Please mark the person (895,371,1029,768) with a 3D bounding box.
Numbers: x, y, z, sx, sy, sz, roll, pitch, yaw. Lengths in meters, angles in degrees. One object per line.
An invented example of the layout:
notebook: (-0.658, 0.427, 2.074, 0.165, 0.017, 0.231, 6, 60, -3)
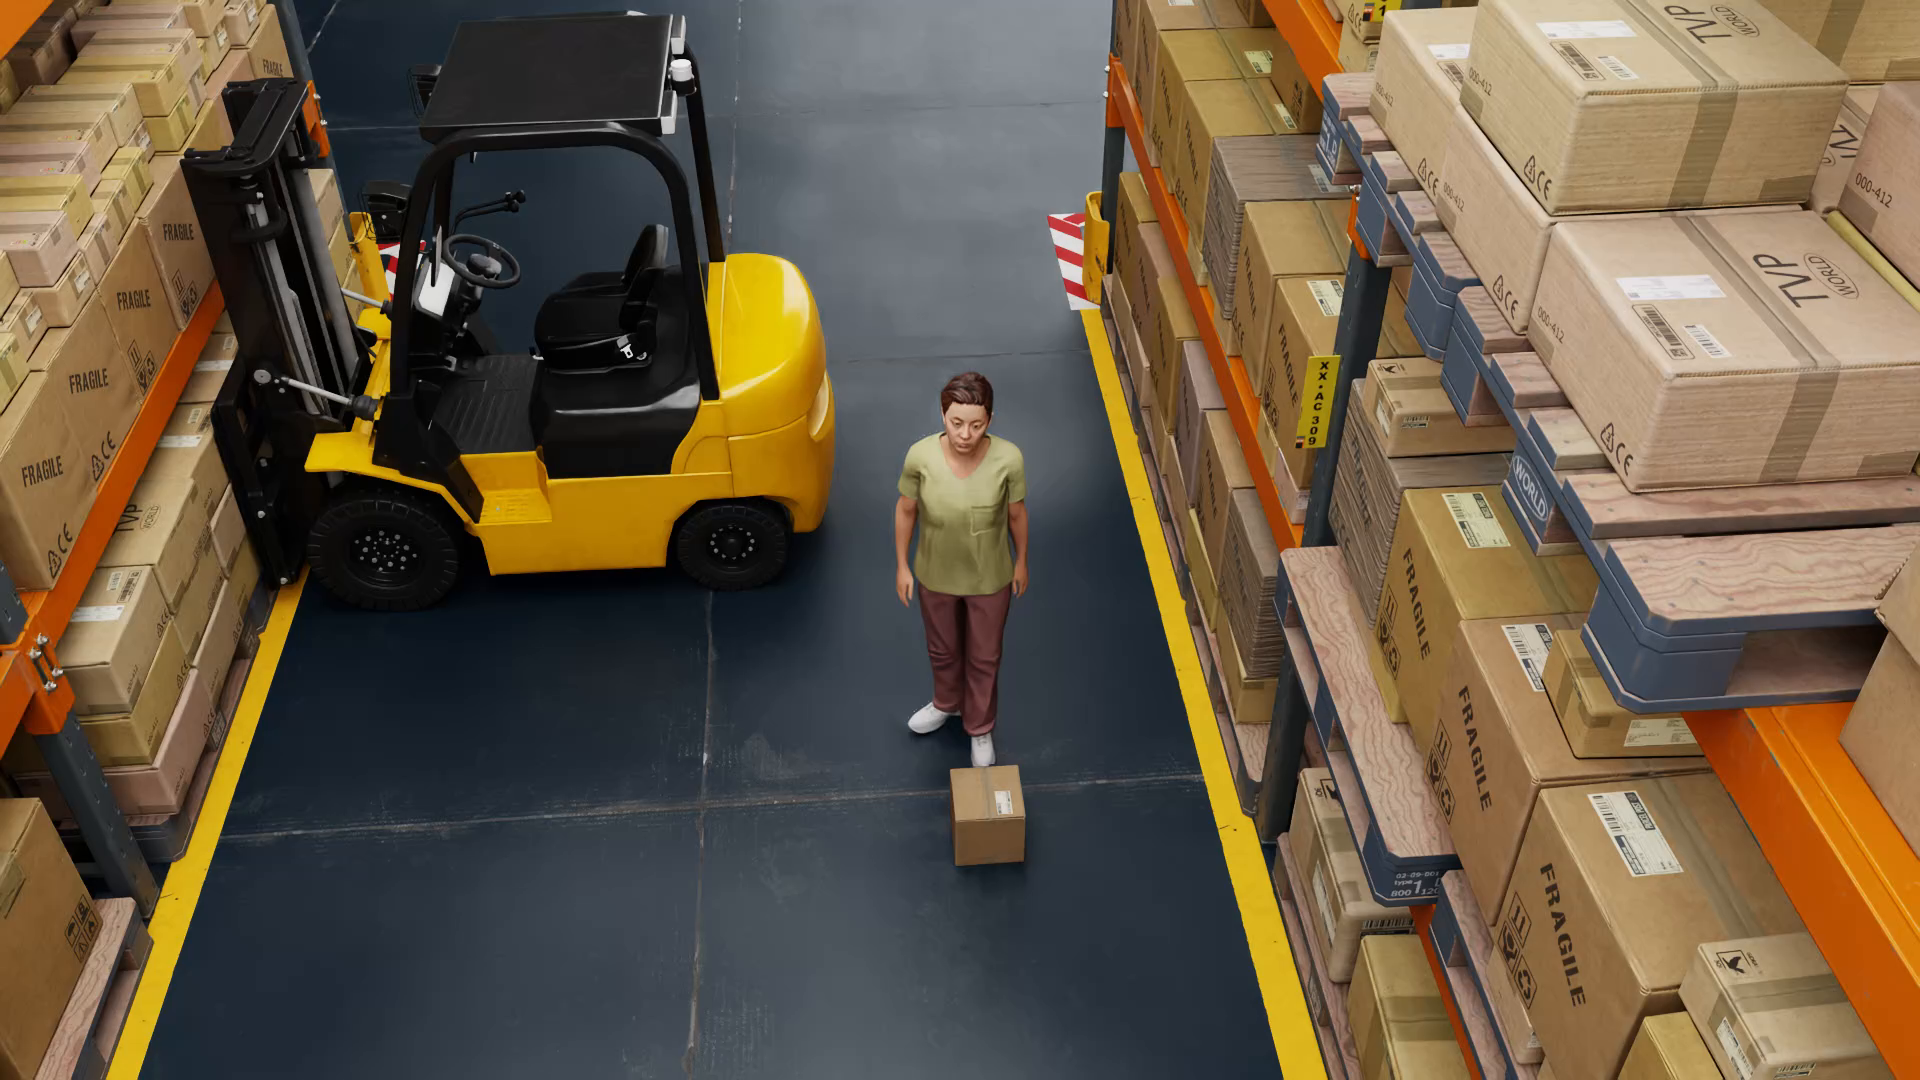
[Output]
person: (0.005, 0.119, 5.989, 0.481, 1.672, 0.396, 4, 39, 5)
